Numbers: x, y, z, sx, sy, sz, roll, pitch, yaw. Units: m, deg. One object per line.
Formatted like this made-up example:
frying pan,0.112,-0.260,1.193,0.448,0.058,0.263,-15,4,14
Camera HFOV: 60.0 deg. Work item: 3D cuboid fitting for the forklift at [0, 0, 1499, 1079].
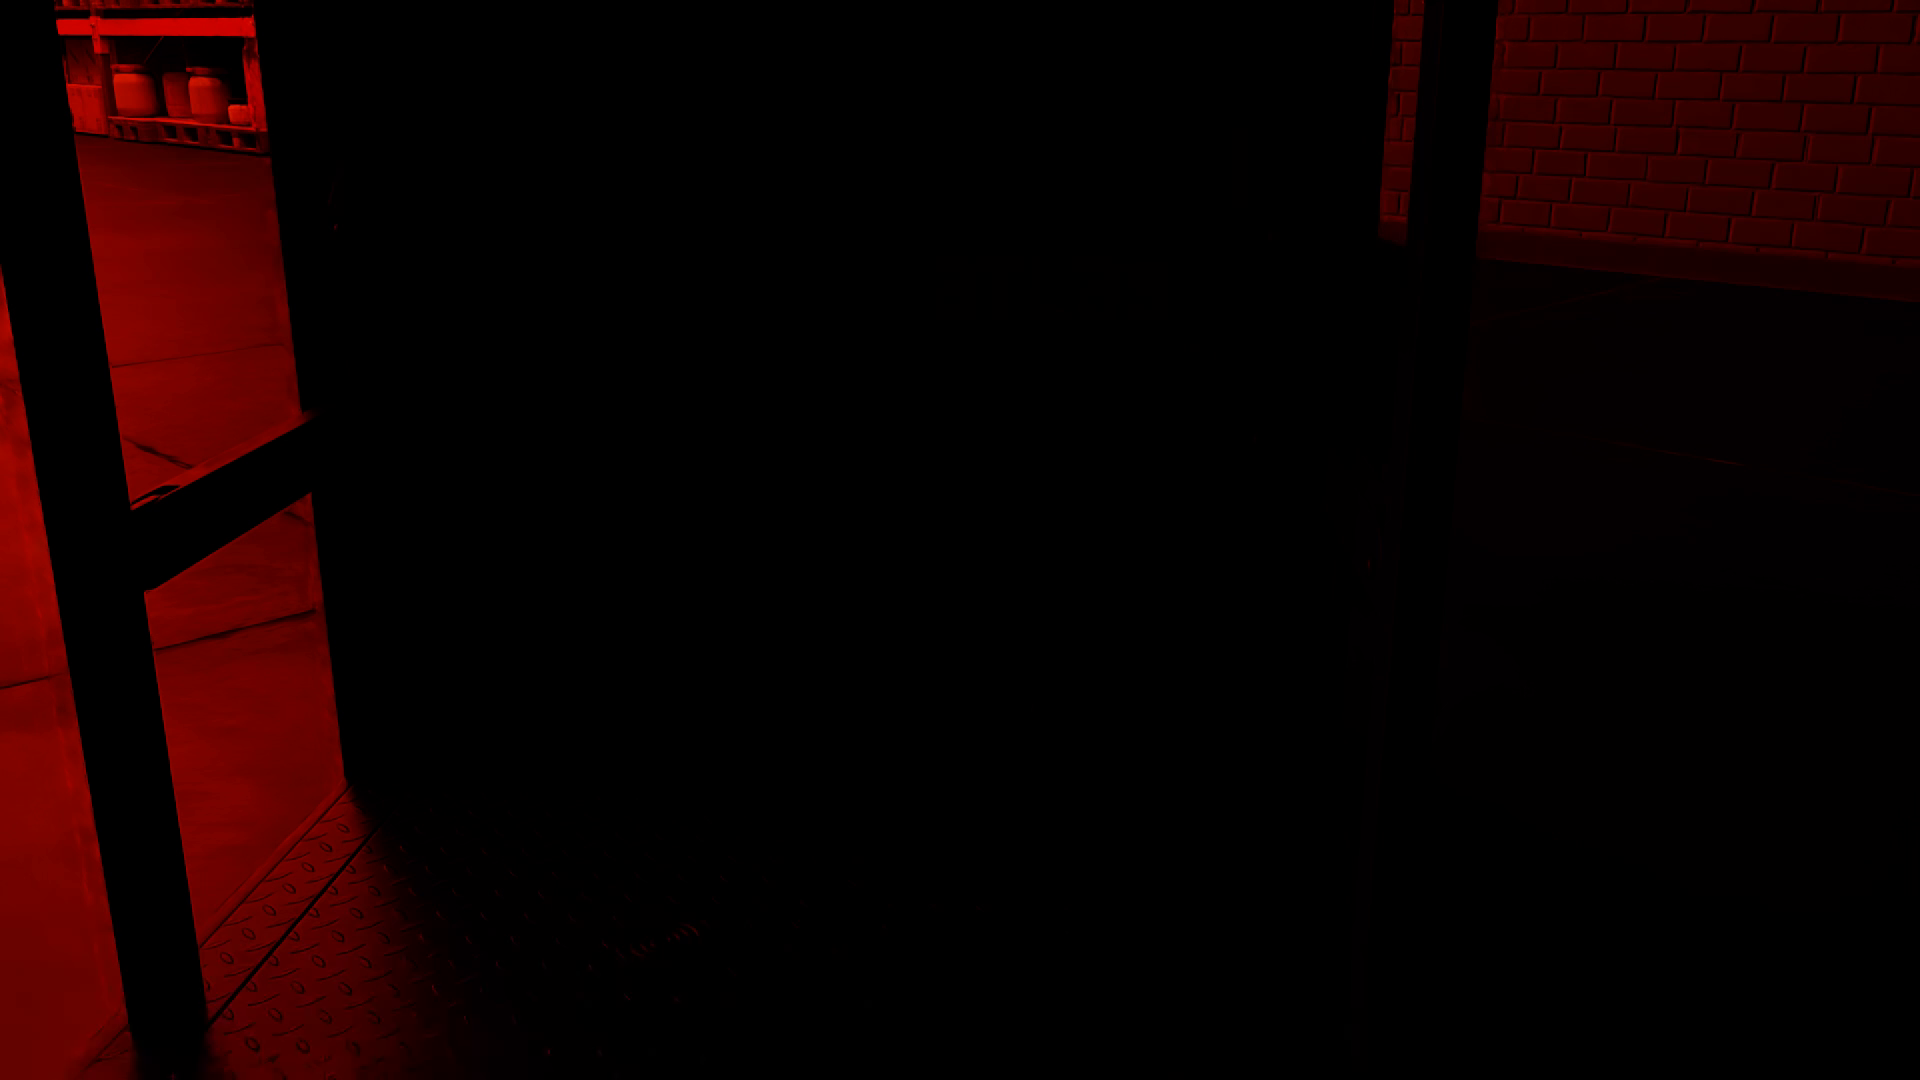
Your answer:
forklift,-0.150,-0.729,1.283,1.130,2.935,3.031,1,17,3

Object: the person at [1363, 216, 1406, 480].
person,0.681,-0.738,3.942,0.858,1.446,1.003,-7,19,-22
